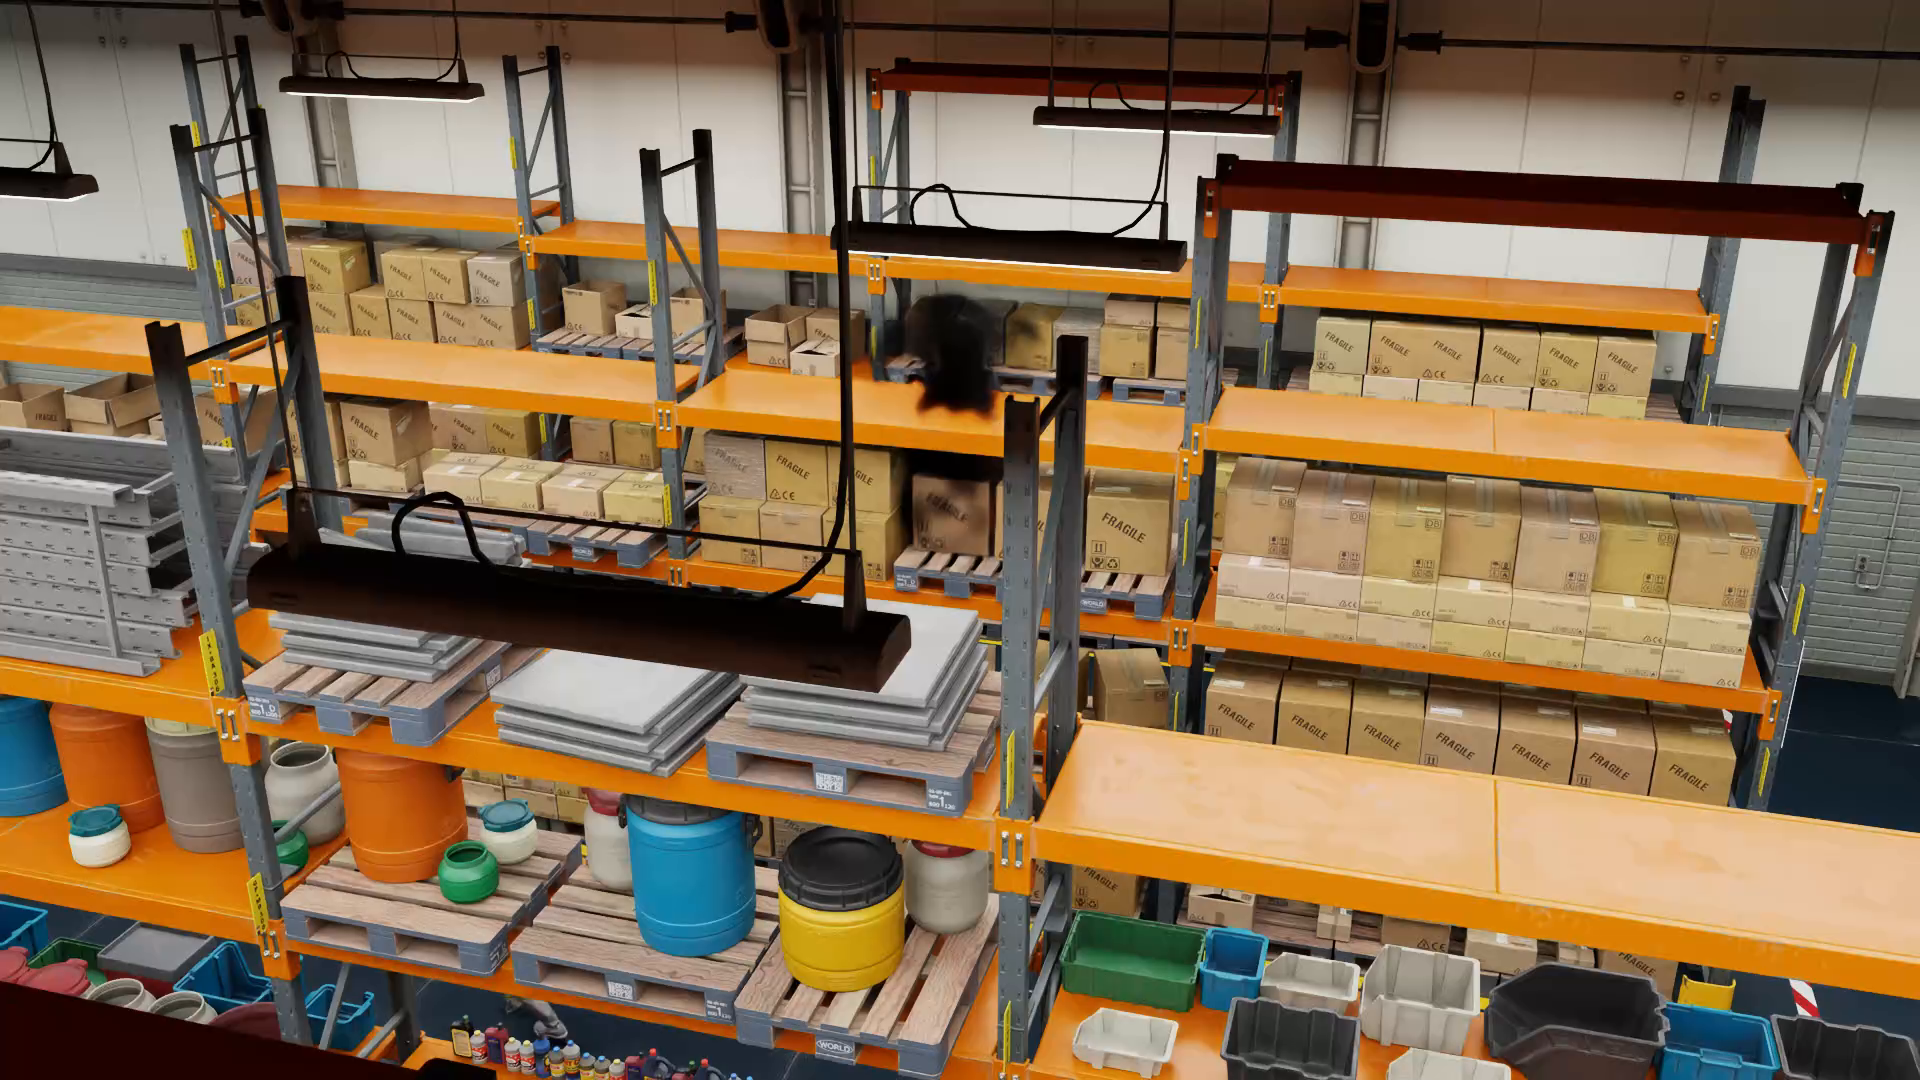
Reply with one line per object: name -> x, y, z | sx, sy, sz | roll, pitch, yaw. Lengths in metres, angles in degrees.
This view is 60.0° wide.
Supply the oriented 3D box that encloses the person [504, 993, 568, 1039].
person -> -3.287, 2.838, 11.865 | 0.937, 1.553, 0.610 | 8, 24, 20
